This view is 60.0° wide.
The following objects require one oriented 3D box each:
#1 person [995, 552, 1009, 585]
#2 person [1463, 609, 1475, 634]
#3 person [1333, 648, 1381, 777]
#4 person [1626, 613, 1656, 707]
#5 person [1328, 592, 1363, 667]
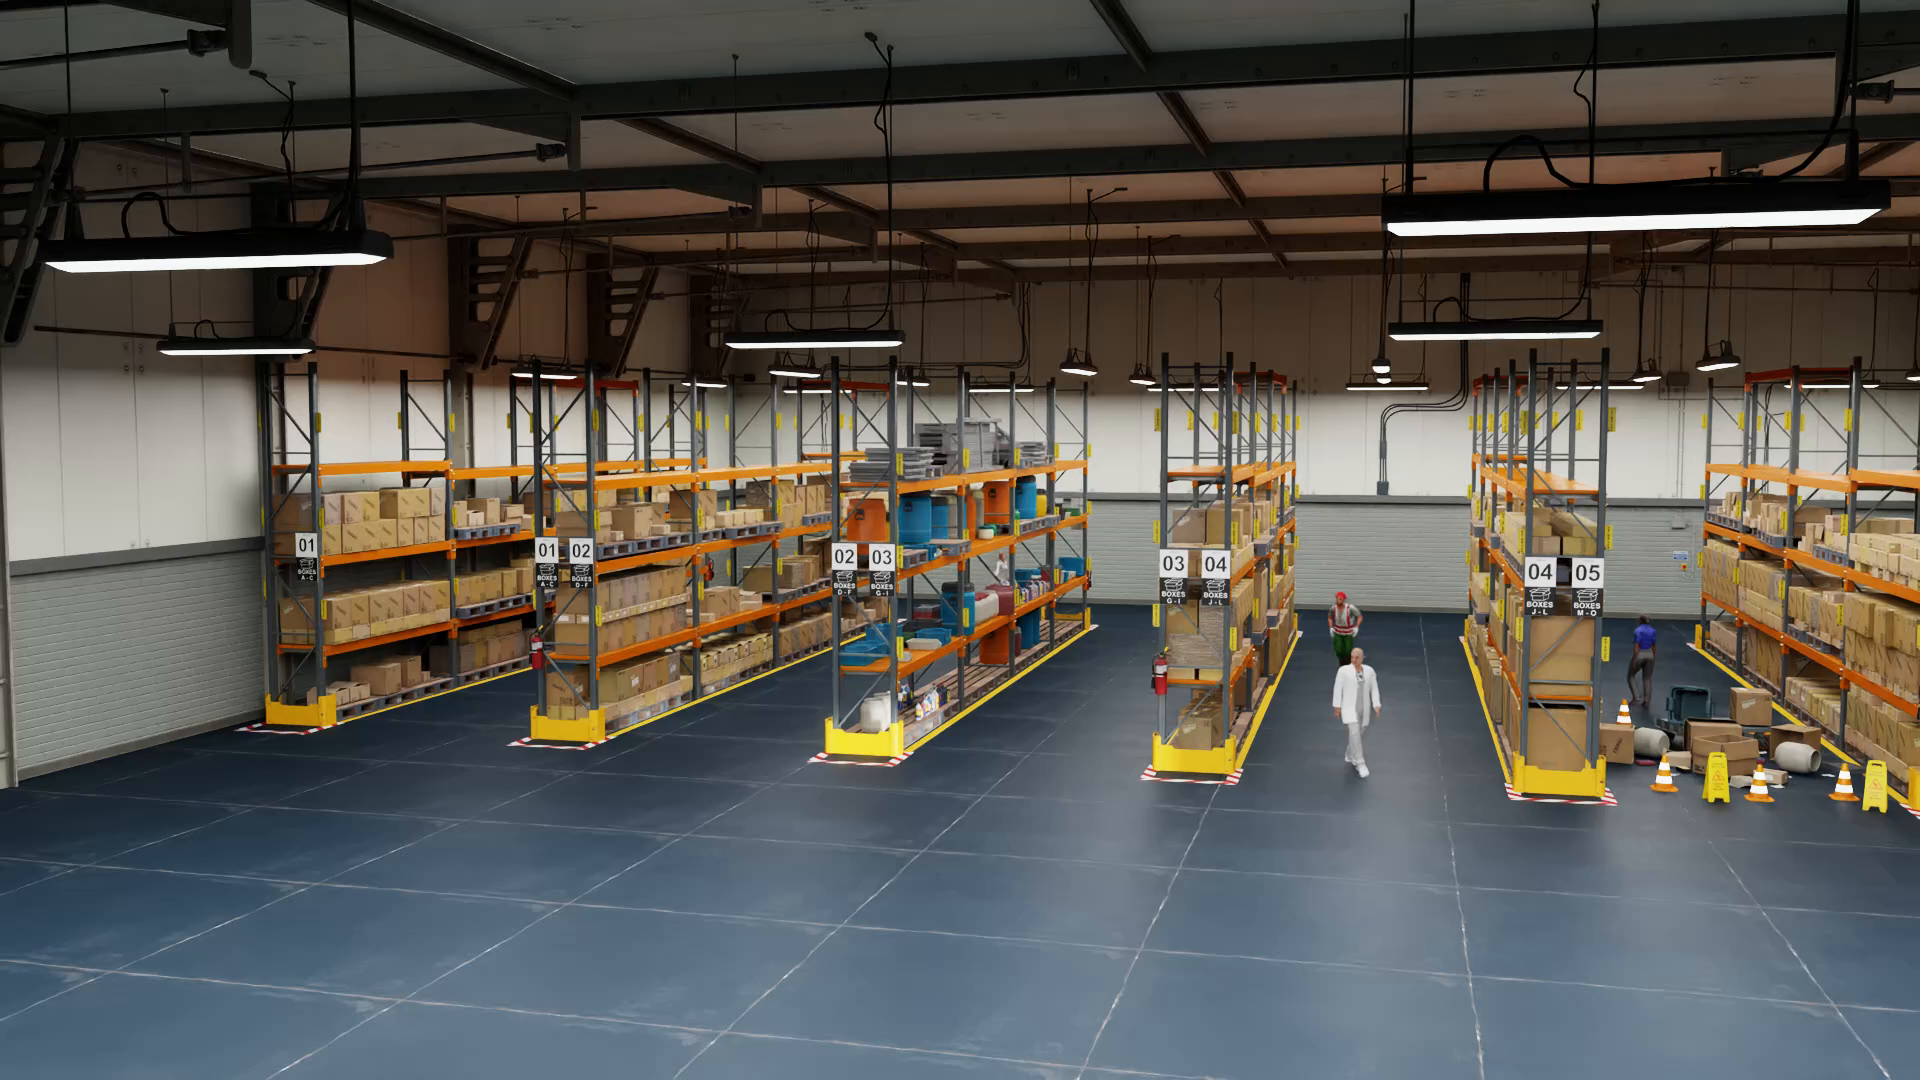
[{"bbox_3d":[1.092,1.109,44.266,0.833,1.531,0.404,2,5,27],"label":"person"},{"bbox_3d":[12.262,1.358,39.101,0.800,1.774,0.537,1,4,16],"label":"person"},{"bbox_3d":[5.716,2.432,23.878,0.604,1.764,0.949,-1,4,-10],"label":"person"},{"bbox_3d":[12.046,2.128,29.331,0.477,1.664,0.419,0,4,-6],"label":"person"},{"bbox_3d":[7.625,1.849,32.957,0.697,1.683,0.623,2,4,24],"label":"person"}]
